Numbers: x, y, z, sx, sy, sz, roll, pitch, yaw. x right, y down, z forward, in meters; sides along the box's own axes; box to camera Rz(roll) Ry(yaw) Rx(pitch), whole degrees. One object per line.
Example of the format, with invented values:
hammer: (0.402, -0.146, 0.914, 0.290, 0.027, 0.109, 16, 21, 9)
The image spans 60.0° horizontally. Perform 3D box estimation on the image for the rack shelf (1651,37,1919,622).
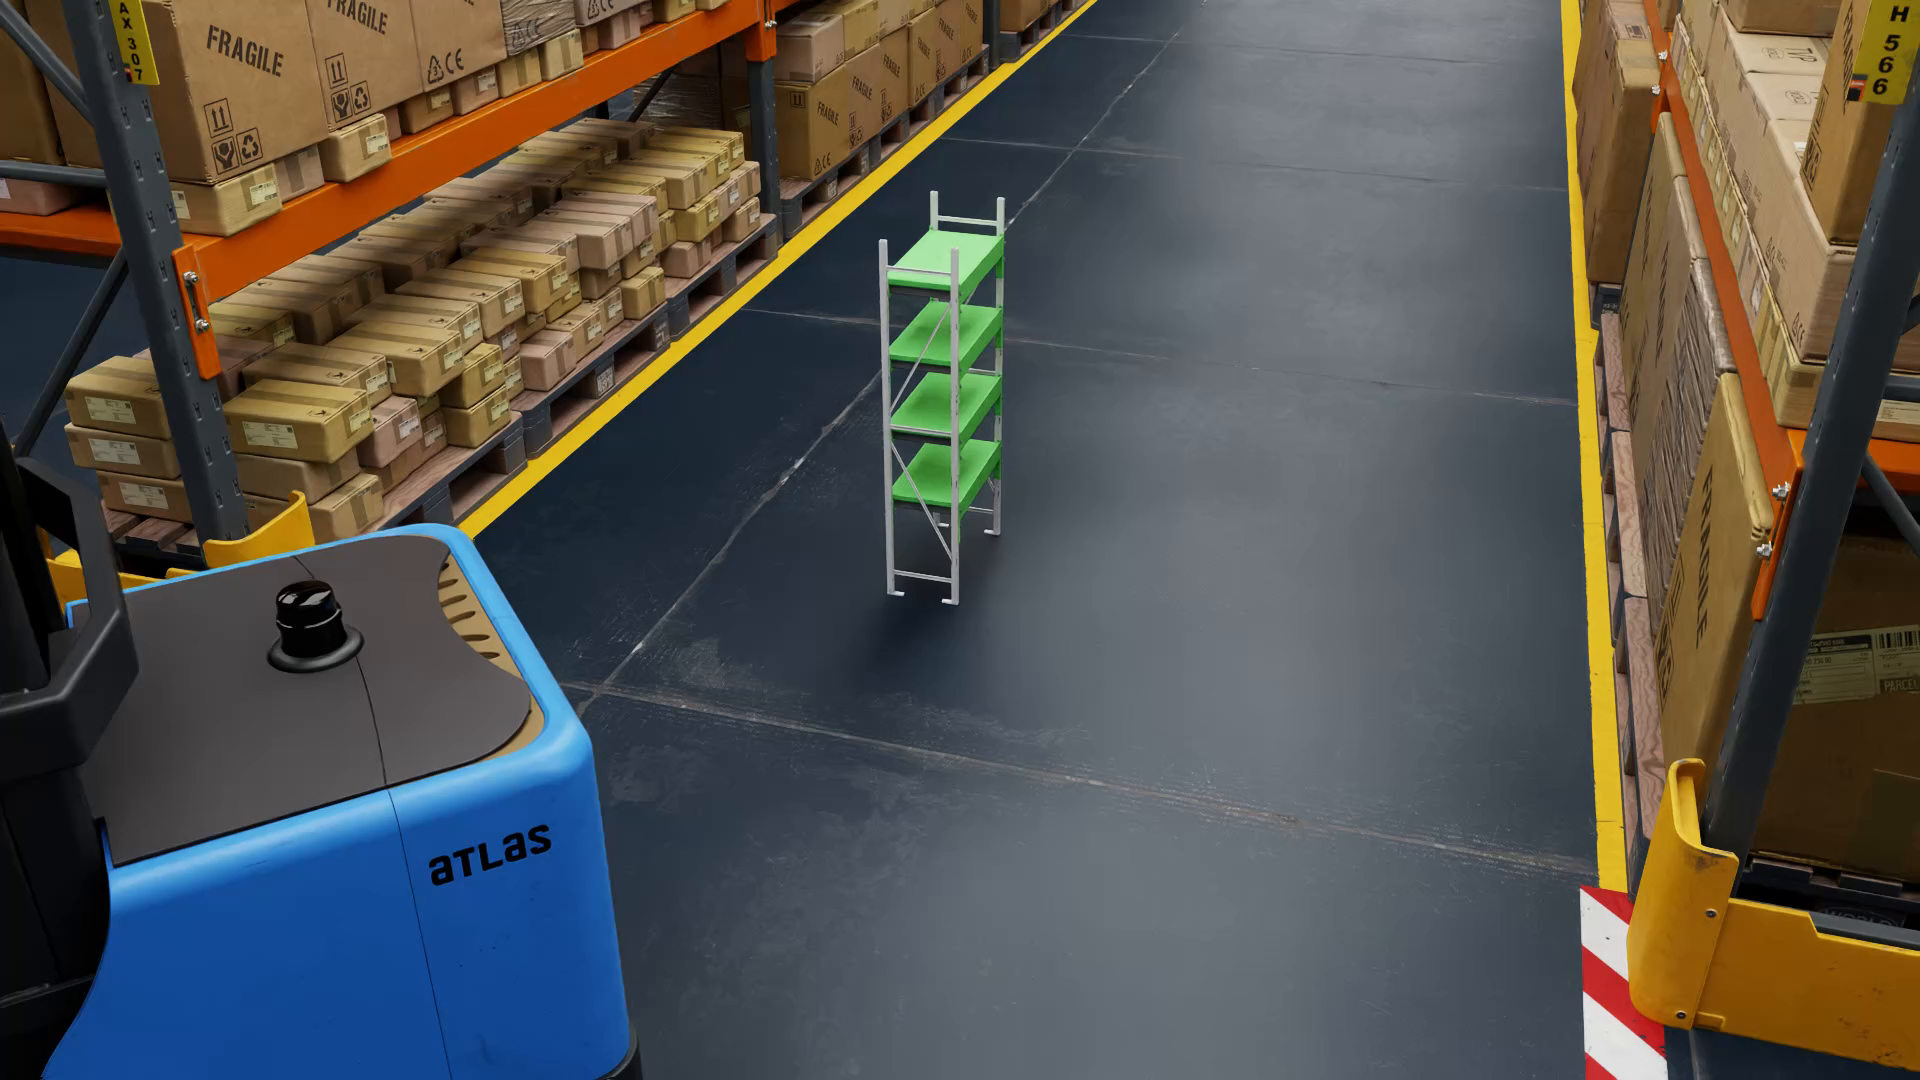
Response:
rack shelf: (2.735, -0.843, 4.920, 1.077, 0.370, 4.000, 8, 30, 15)

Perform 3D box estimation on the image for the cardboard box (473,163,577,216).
cardboard box: (-1.908, -1.540, 7.322, 0.380, 0.149, 0.250, 8, 30, 14)

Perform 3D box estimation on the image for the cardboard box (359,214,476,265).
cardboard box: (-2.172, -1.186, 6.685, 0.380, 0.149, 0.250, 9, 30, 15)

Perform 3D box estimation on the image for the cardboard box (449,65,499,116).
cardboard box: (-1.842, -1.592, 5.784, 0.380, 0.149, 0.250, 8, 30, 14)

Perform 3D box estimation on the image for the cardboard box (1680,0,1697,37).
cardboard box: (2.934, -1.970, 6.055, 0.500, 0.250, 0.500, 8, 30, 14)

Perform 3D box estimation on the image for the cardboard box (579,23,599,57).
cardboard box: (-1.633, -1.957, 6.441, 0.380, 0.149, 0.250, 8, 30, 14)

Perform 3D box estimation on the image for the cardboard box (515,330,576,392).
cardboard box: (-1.719, -0.707, 6.435, 0.380, 0.149, 0.250, 7, 30, 12)

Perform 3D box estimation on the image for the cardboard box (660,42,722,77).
cardboard box: (-1.413, -2.643, 8.783, 0.500, 0.250, 0.500, 8, 30, 14)

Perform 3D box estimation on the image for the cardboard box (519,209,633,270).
cardboard box: (-1.558, -1.220, 6.747, 0.380, 0.149, 0.250, 7, 30, 13)

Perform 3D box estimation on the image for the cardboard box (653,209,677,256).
cardboard box: (-1.475, -1.361, 7.305, 0.380, 0.149, 0.250, 9, 30, 15)

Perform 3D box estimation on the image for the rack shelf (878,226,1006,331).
rack shelf: (-0.049, -0.811, 5.118, 0.258, 0.148, 0.480, 8, 30, 15)

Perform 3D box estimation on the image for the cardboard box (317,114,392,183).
cardboard box: (-1.990, -1.218, 5.113, 0.380, 0.149, 0.250, 8, 30, 13)

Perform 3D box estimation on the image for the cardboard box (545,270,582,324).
cardboard box: (-1.748, -1.000, 6.656, 0.380, 0.149, 0.250, 10, 31, 17)

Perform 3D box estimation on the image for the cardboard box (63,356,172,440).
cardboard box: (-2.651, -0.463, 5.385, 0.380, 0.149, 0.250, 9, 30, 15)

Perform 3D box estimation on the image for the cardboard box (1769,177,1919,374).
cardboard box: (2.037, -0.556, 3.511, 0.500, 0.250, 0.500, 8, 30, 14)

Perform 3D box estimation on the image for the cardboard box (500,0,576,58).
cardboard box: (-1.736, -2.042, 5.926, 0.500, 0.500, 0.500, 8, 30, 14)

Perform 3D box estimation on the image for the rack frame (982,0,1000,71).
rack frame: (-0.216, -4.701, 11.114, 1.000, 3.000, 0.127, 8, 30, 15)

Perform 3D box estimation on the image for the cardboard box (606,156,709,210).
cardboard box: (-1.349, -1.596, 7.422, 0.380, 0.149, 0.250, 8, 30, 14)

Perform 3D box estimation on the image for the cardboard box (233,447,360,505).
cardboard box: (-2.165, -0.257, 5.322, 0.380, 0.149, 0.250, 10, 31, 17)

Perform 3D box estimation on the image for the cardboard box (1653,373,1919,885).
cardboard box: (2.259, 0.208, 4.044, 0.875, 0.875, 0.875, 8, 30, 15)

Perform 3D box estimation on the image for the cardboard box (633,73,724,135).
cardboard box: (-1.413, -2.313, 8.961, 0.500, 0.500, 0.500, 8, 30, 14)

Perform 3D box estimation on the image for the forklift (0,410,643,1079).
forklift: (-2.182, 0.150, 2.466, 3.031, 2.935, 1.130, -15, 32, -25)

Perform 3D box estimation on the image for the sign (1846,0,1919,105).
sign: (1.633, -0.921, 2.886, 0.100, 0.325, 0.005, 8, 30, 15)

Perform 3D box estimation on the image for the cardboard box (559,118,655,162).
cardboard box: (-1.689, -1.909, 7.984, 0.380, 0.149, 0.250, 10, 31, 17)

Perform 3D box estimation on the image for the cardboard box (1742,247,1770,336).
cardboard box: (2.088, -0.569, 3.946, 0.380, 0.149, 0.250, 9, 30, 15)

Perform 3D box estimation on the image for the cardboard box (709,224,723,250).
cardboard box: (-1.335, -1.440, 7.753, 0.380, 0.149, 0.250, 9, 30, 16)

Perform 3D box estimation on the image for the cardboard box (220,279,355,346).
cardboard box: (-2.431, -0.821, 6.029, 0.380, 0.149, 0.250, 7, 30, 13)

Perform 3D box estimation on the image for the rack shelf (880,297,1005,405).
rack shelf: (-0.049, -0.601, 5.234, 0.258, 0.148, 0.480, 8, 30, 15)

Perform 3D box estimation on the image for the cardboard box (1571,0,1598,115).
cardboard box: (4.274, -2.883, 9.601, 1.225, 0.875, 0.875, 7, 30, 13)

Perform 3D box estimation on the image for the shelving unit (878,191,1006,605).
shelving unit: (-0.049, -0.447, 5.320, 0.258, 1.200, 0.503, 8, 30, 15)

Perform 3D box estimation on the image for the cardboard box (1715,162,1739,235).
cardboard box: (2.312, -0.926, 4.588, 0.380, 0.149, 0.250, 9, 30, 15)

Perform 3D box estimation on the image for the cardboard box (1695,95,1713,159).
cardboard box: (2.537, -1.285, 5.232, 0.380, 0.149, 0.250, 9, 30, 15)

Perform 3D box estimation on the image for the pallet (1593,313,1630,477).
pallet: (3.024, -0.526, 6.479, 1.003, 0.211, 1.213, 8, 30, 15)

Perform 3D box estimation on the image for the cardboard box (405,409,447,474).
cardboard box: (-2.039, -0.368, 5.827, 0.380, 0.149, 0.250, 9, 30, 15)

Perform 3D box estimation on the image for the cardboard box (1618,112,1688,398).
cardboard box: (3.052, -1.047, 6.300, 0.875, 0.875, 0.875, 8, 30, 15)

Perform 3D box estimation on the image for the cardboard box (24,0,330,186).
cardboard box: (-2.168, -1.326, 4.639, 0.500, 0.500, 0.500, 10, 31, 17)

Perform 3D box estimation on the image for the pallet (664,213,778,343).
pallet: (-1.553, -1.306, 7.880, 1.003, 0.211, 1.213, 8, 30, 15)

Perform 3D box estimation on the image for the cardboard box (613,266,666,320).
cardboard box: (-1.483, -1.067, 7.084, 0.380, 0.149, 0.250, 8, 30, 15)

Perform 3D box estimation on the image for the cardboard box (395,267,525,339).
cardboard box: (-1.839, -0.874, 6.124, 0.380, 0.149, 0.250, 10, 31, 17)

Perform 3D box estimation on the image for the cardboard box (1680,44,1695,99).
cardboard box: (2.764, -1.643, 5.876, 0.380, 0.149, 0.250, 9, 30, 17)

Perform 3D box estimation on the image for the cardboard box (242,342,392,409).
cardboard box: (-2.119, -0.521, 5.489, 0.380, 0.149, 0.250, 9, 30, 16)

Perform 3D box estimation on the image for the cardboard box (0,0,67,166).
cardboard box: (-2.678, -1.402, 4.776, 0.500, 0.500, 0.500, 9, 30, 16)

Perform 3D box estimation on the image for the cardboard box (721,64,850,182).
cardboard box: (-0.919, -2.238, 8.828, 0.500, 0.500, 0.500, 10, 31, 17)

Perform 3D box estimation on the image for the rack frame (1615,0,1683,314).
rack frame: (3.322, -2.087, 6.416, 1.000, 3.000, 0.127, 8, 30, 15)

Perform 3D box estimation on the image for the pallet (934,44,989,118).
pallet: (-0.446, -3.119, 11.140, 1.003, 0.211, 1.213, 8, 30, 15)

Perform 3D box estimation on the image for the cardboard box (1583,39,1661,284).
cardboard box: (3.491, -1.642, 7.370, 1.225, 0.875, 0.875, 9, 30, 15)

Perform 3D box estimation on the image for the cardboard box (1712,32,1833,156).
cardboard box: (2.484, -1.270, 4.796, 0.500, 0.250, 0.500, 9, 30, 15)

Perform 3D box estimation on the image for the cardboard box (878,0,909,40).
cardboard box: (-0.612, -3.050, 9.516, 0.500, 0.250, 0.500, 10, 31, 17)

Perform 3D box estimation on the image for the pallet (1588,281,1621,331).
pallet: (3.477, -1.238, 7.758, 1.003, 0.211, 1.213, 8, 30, 15)

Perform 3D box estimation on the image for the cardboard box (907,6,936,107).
cardboard box: (-0.454, -2.960, 10.124, 0.500, 0.500, 0.500, 7, 30, 13)

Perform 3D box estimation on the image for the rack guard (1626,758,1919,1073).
rack guard: (2.141, 0.875, 3.662, 1.175, 0.500, 0.348, 8, 30, 15)

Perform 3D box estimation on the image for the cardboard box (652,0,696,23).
cardboard box: (-1.357, -2.315, 7.084, 0.380, 0.149, 0.250, 10, 31, 17)

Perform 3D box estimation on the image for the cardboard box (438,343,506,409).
cardboard box: (-1.864, -0.607, 5.950, 0.380, 0.149, 0.250, 9, 30, 16)

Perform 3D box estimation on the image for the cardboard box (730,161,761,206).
cardboard box: (-1.178, -1.718, 7.947, 0.380, 0.149, 0.250, 9, 30, 16)
